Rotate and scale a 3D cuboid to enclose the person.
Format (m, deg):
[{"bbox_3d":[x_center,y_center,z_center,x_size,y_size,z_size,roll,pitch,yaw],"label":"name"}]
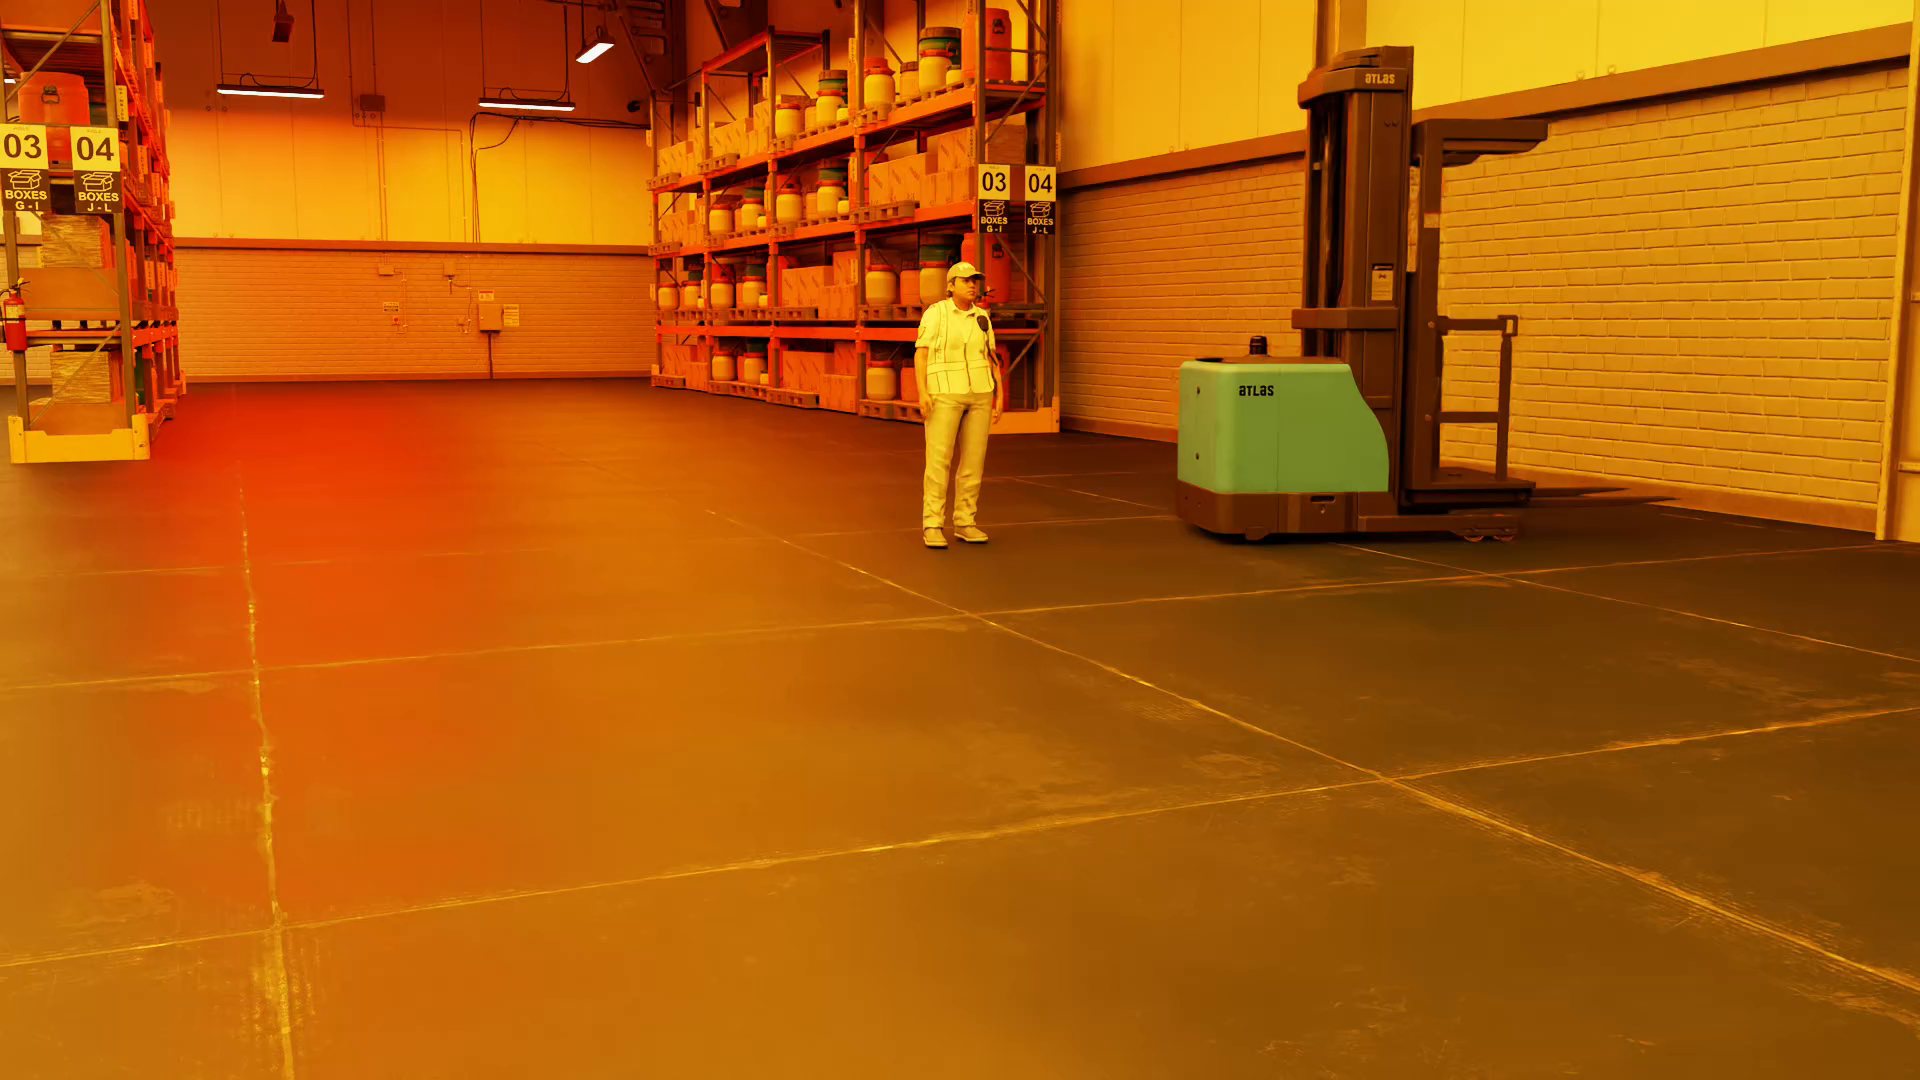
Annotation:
[{"bbox_3d":[0.010,-0.823,9.965,0.599,1.670,0.529,-3,8,-23],"label":"person"}]

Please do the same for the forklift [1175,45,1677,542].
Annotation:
[{"bbox_3d":[2.953,-1.510,10.391,3.031,2.935,1.130,-1,8,-7],"label":"forklift"}]
